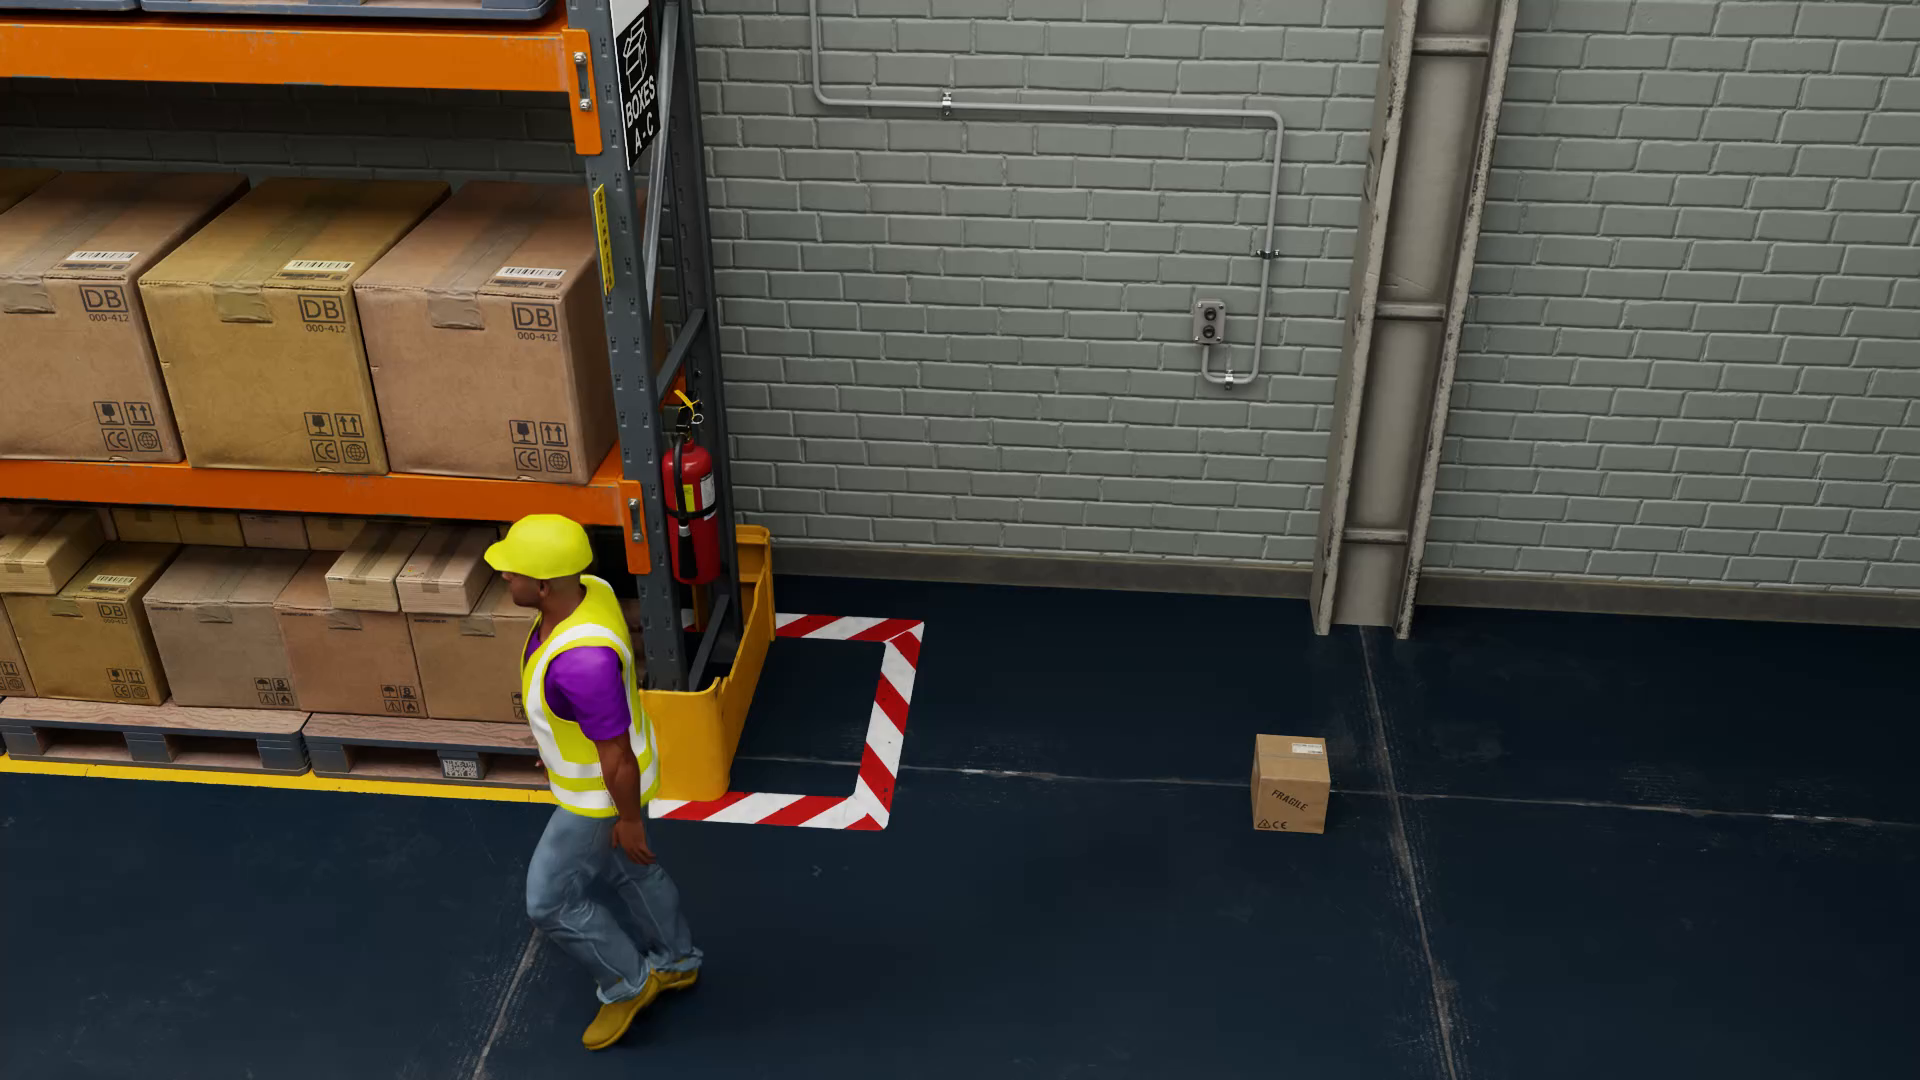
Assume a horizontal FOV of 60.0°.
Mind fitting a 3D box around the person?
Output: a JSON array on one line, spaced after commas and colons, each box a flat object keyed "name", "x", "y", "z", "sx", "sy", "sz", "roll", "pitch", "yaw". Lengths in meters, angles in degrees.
[{"name": "person", "x": -1.076, "y": 0.708, "z": 4.960, "sx": 0.497, "sy": 1.794, "sz": 0.593, "roll": -5, "pitch": 32, "yaw": -9}]
